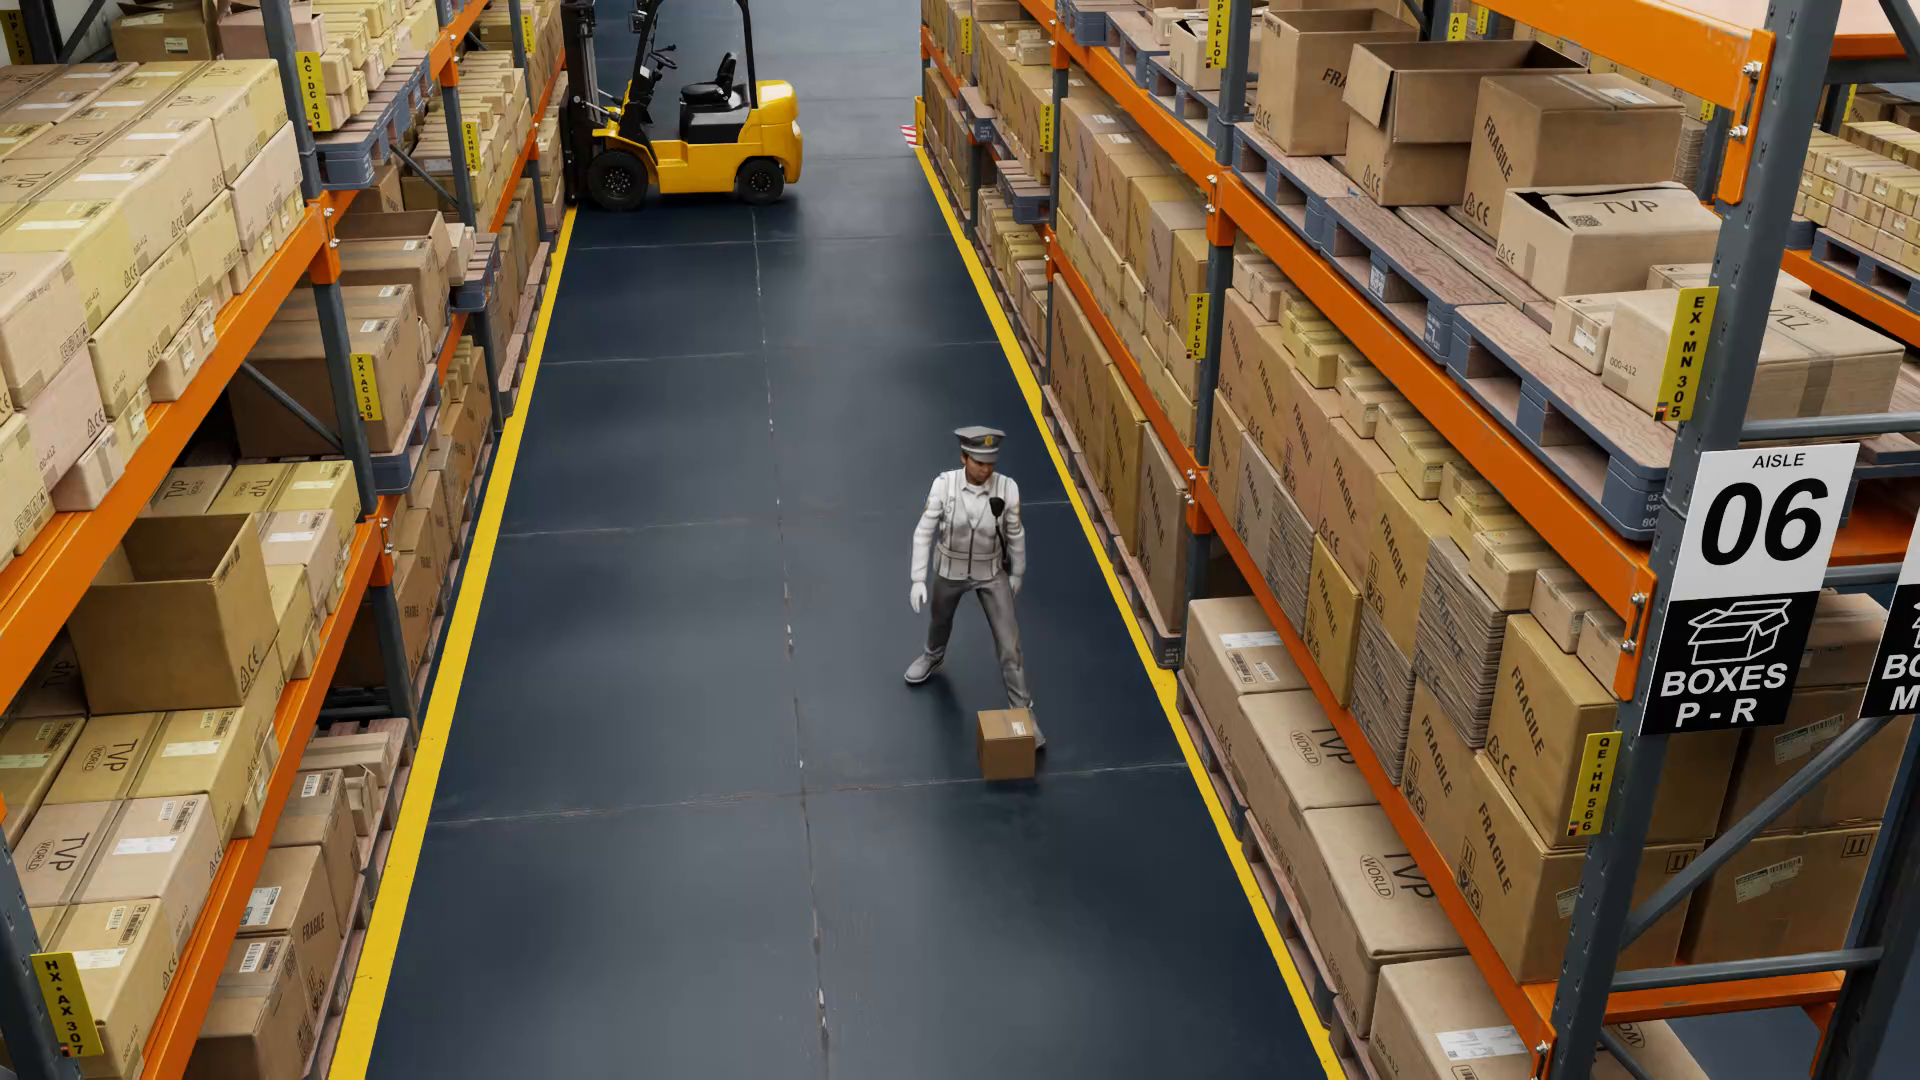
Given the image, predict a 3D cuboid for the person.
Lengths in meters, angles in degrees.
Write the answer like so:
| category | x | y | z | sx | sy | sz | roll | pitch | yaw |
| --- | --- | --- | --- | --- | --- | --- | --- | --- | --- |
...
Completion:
| category | x | y | z | sx | sy | sz | roll | pitch | yaw |
| --- | --- | --- | --- | --- | --- | --- | --- | --- | --- |
| person | 0.068 | 0.163 | 8.306 | 0.762 | 1.610 | 0.912 | 1 | 27 | 3 |
